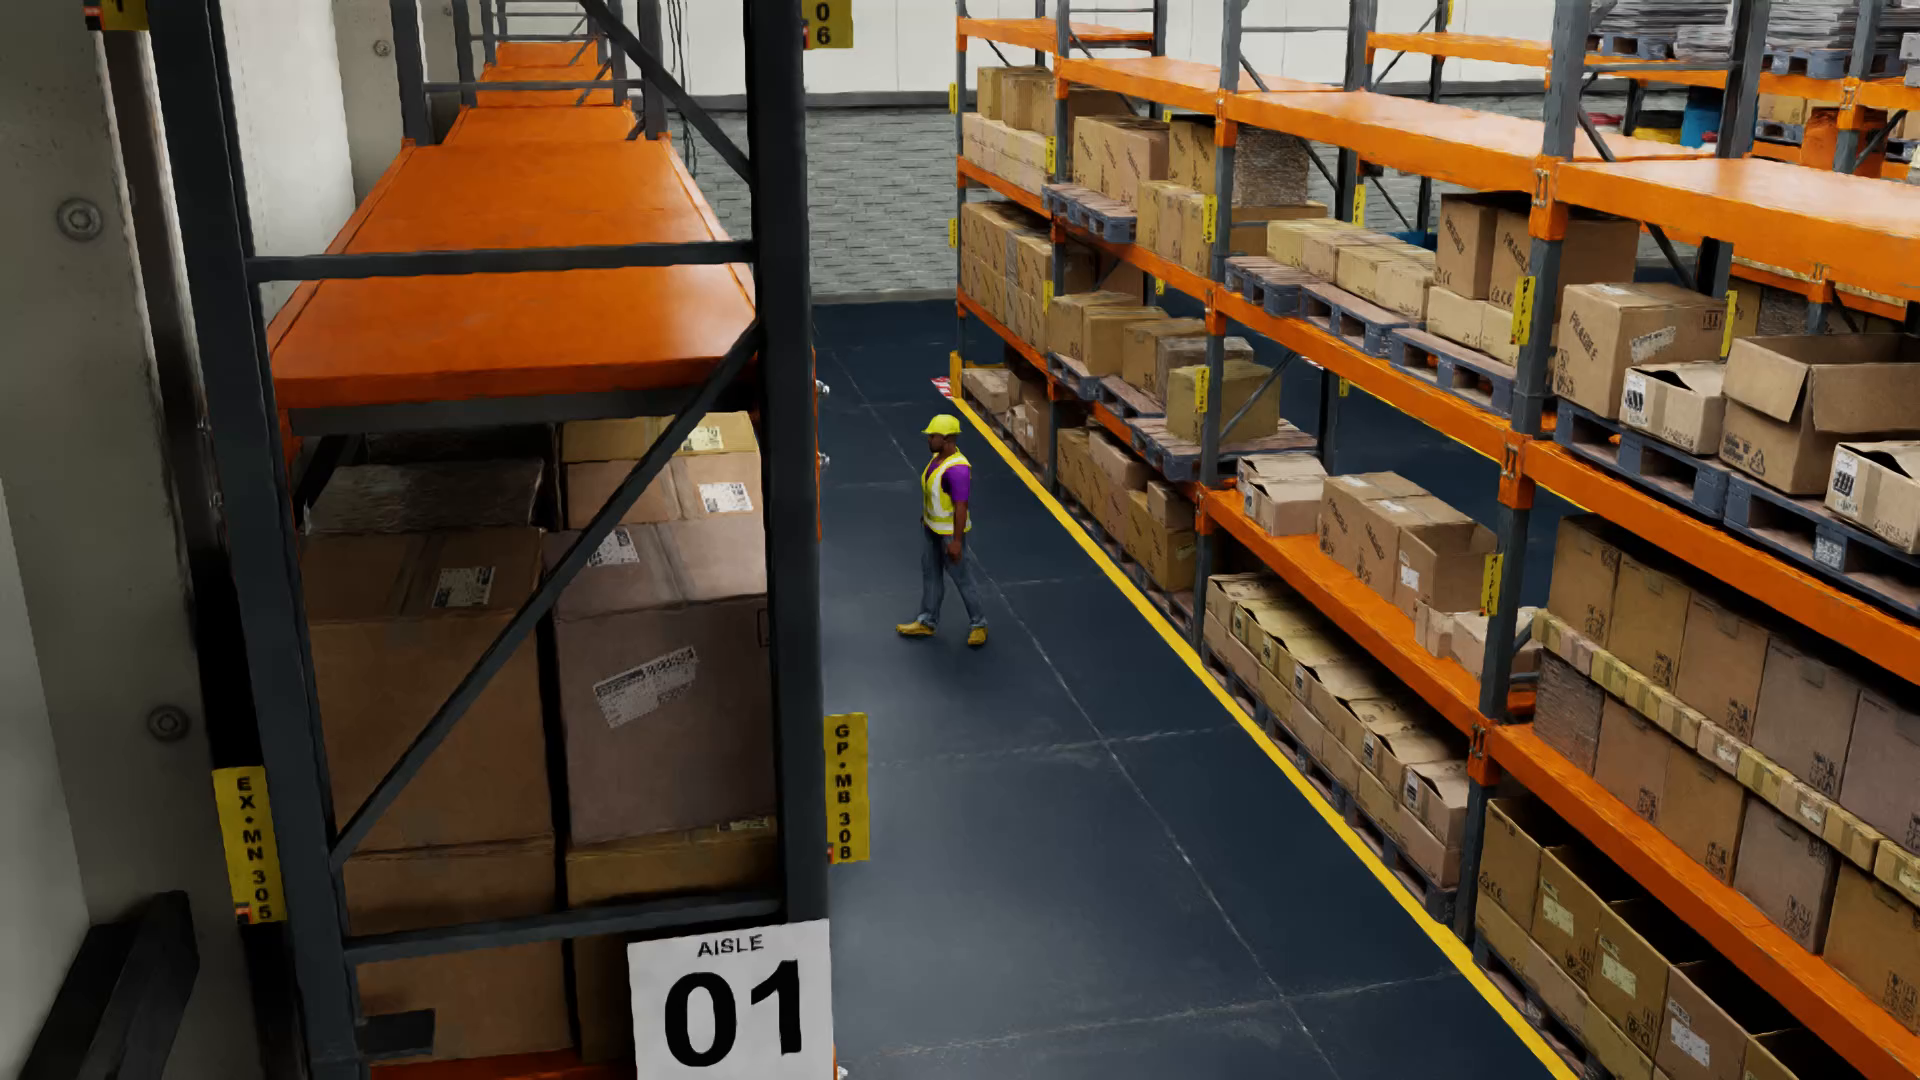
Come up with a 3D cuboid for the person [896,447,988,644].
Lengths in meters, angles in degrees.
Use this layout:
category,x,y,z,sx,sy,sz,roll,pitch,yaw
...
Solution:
category,x,y,z,sx,sy,sz,roll,pitch,yaw
person,8.985,0.029,10.115,15.738,3.191,11.725,-8,21,-21
